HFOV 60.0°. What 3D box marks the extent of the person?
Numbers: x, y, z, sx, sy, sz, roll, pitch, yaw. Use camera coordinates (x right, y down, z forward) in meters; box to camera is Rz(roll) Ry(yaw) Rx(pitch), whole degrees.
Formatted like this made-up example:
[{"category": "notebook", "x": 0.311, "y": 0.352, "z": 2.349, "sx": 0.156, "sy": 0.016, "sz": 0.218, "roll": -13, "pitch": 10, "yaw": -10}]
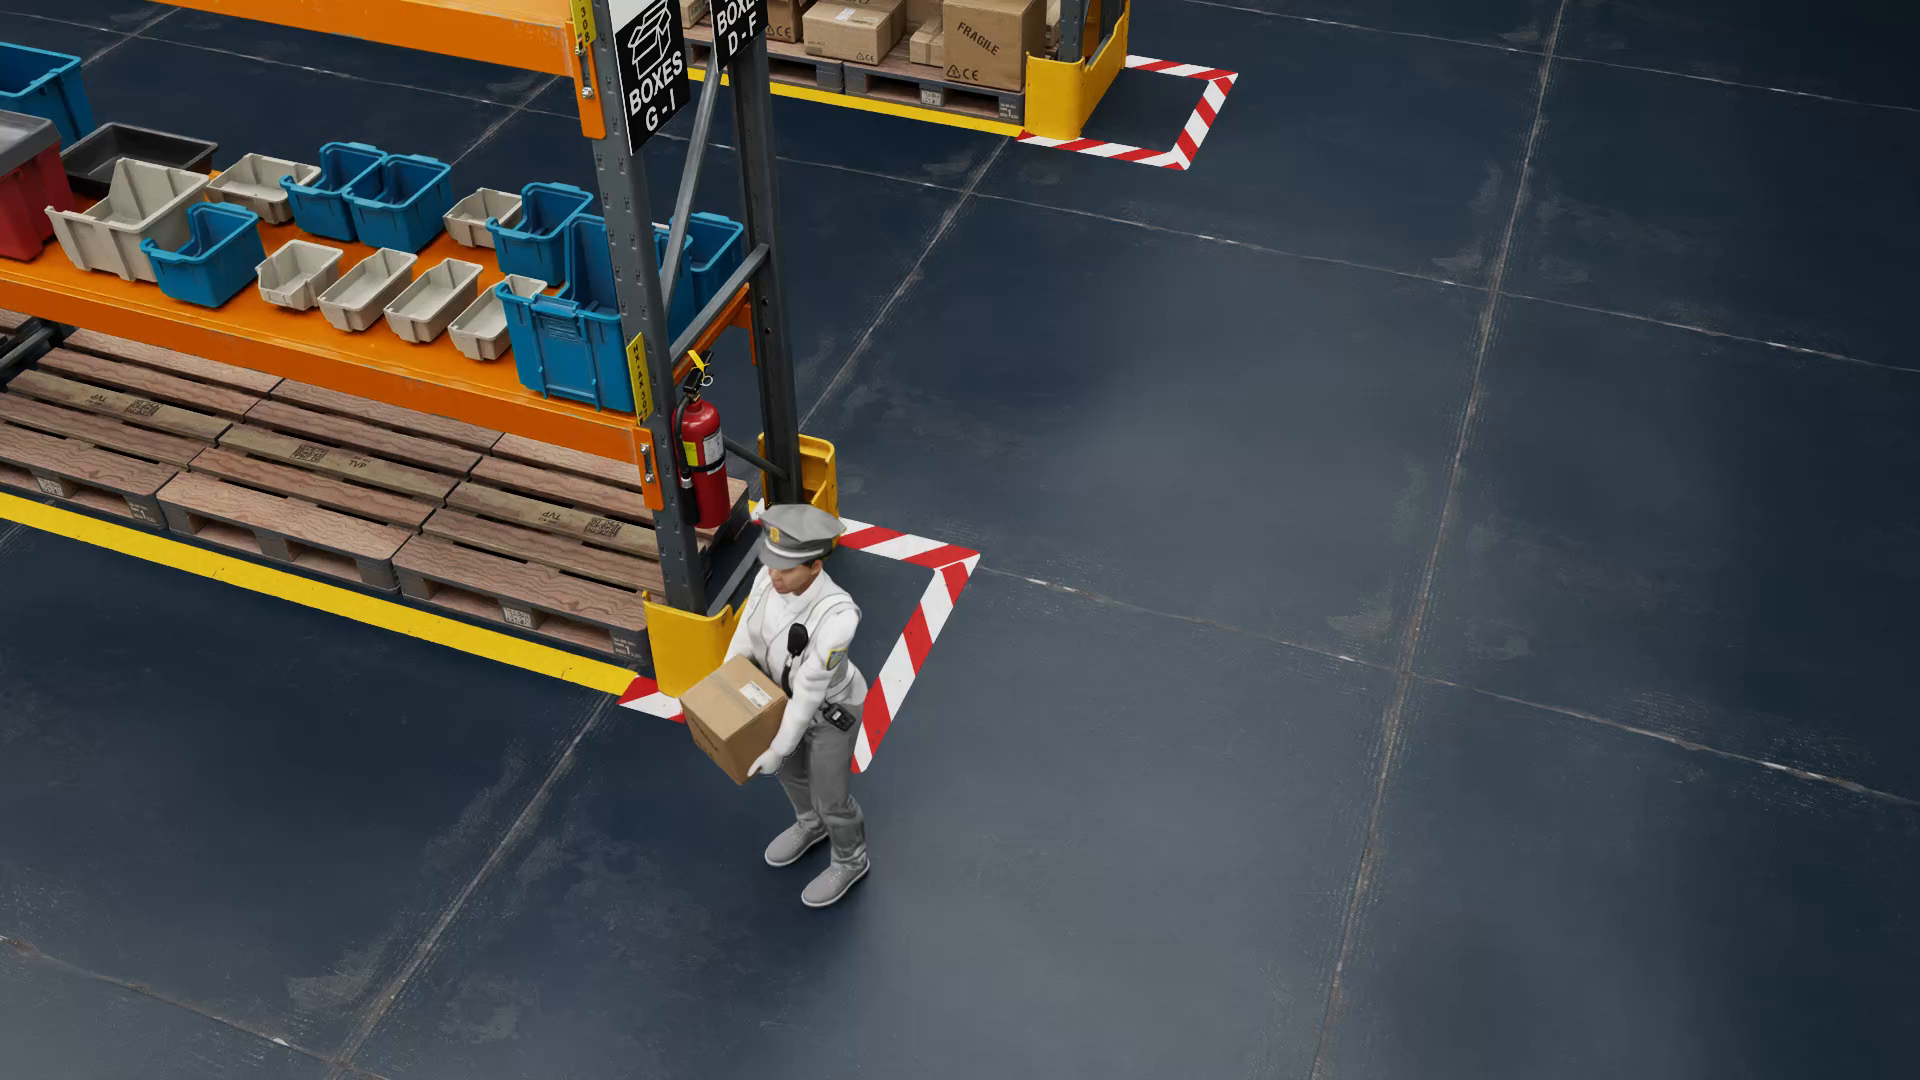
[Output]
[{"category": "person", "x": -0.566, "y": 0.591, "z": 5.484, "sx": 0.515, "sy": 1.689, "sz": 0.414, "roll": -29, "pitch": 49, "yaw": -29}]
